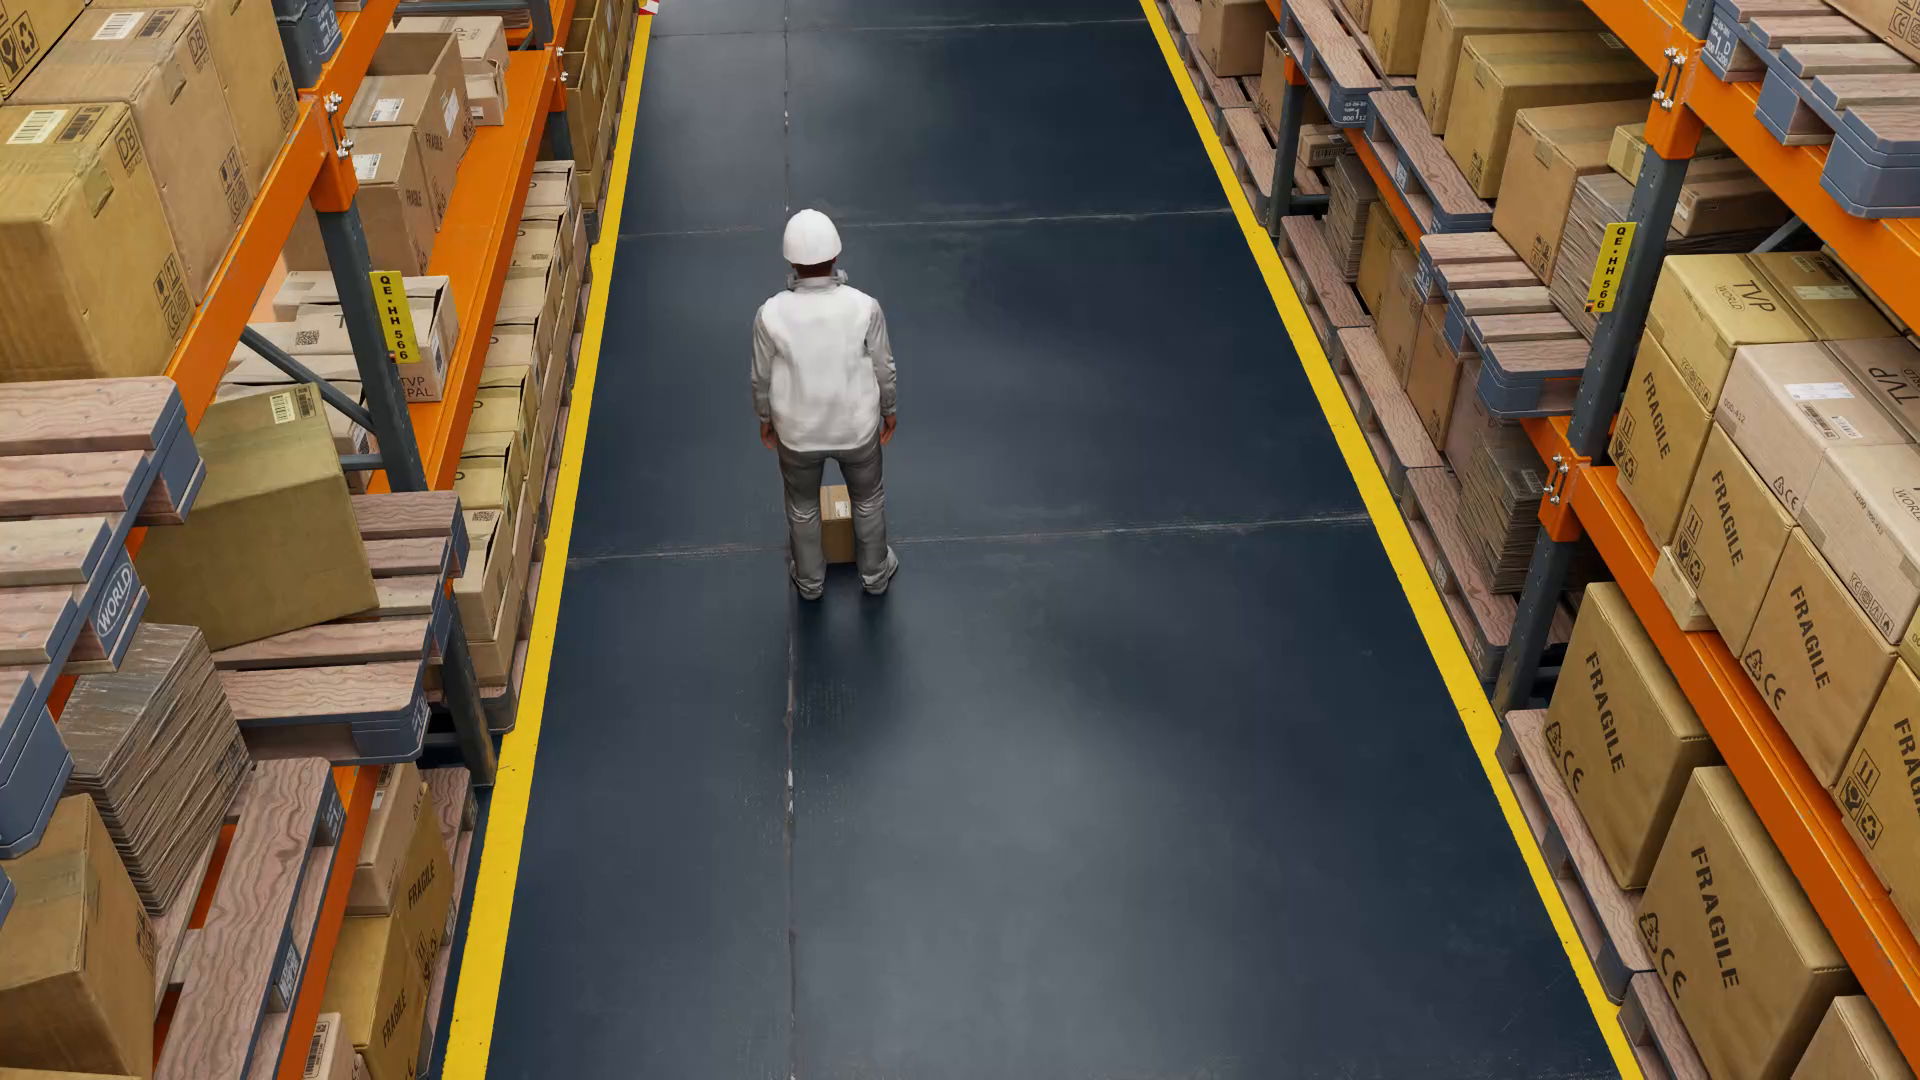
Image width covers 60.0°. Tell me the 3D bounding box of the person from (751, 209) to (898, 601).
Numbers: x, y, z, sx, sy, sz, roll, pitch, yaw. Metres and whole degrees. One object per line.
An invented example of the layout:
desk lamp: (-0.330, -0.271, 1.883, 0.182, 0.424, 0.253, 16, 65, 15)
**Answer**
person: (-0.540, -0.498, 6.752, 0.579, 1.770, 0.465, -3, 39, -4)
